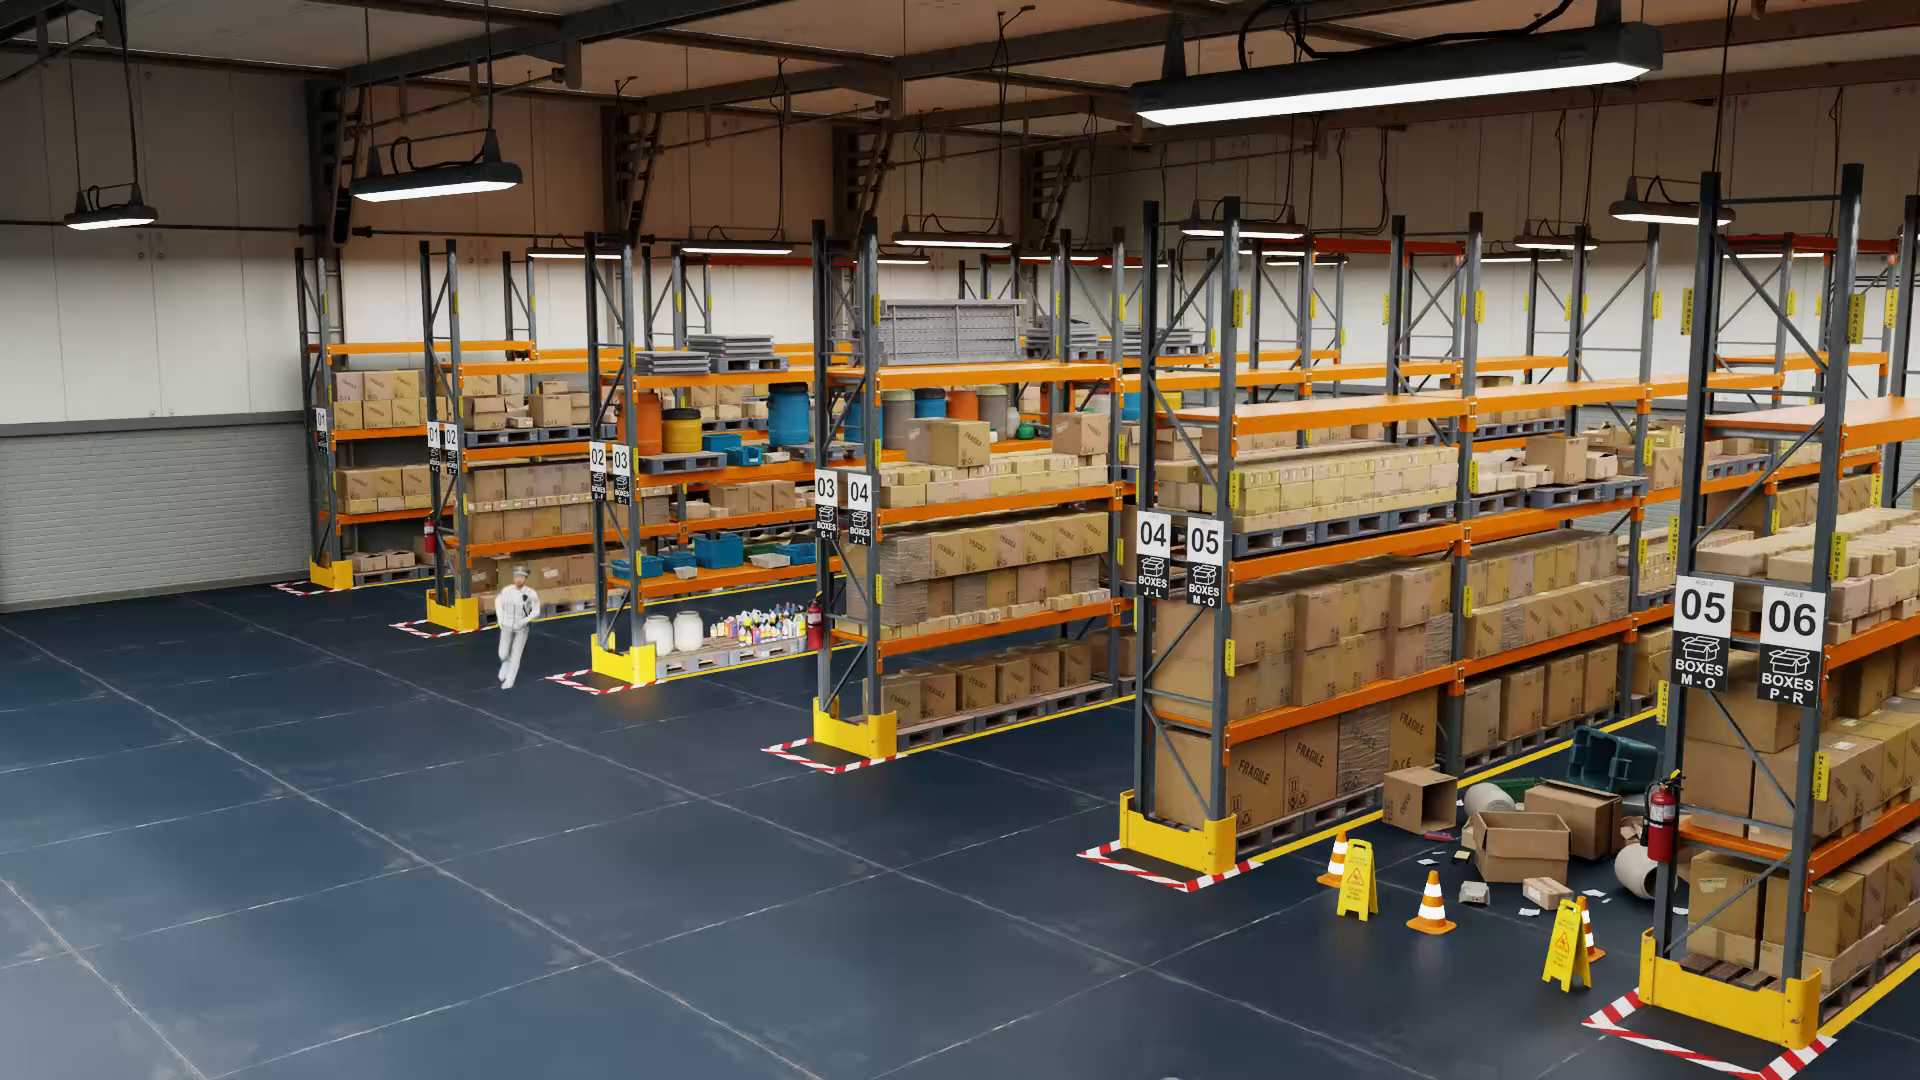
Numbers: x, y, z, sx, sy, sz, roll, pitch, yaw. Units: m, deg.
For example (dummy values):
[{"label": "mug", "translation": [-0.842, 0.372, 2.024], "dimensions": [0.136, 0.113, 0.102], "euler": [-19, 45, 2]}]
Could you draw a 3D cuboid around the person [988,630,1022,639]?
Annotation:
[{"label": "person", "translation": [0.625, 0.530, 23.774], "dimensions": [0.661, 1.759, 0.686], "euler": [6, 10, 37]}]

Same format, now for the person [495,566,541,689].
[{"label": "person", "translation": [-5.849, 1.157, 21.972], "dimensions": [0.618, 1.659, 0.506], "euler": [-1, 8, -4]}]
